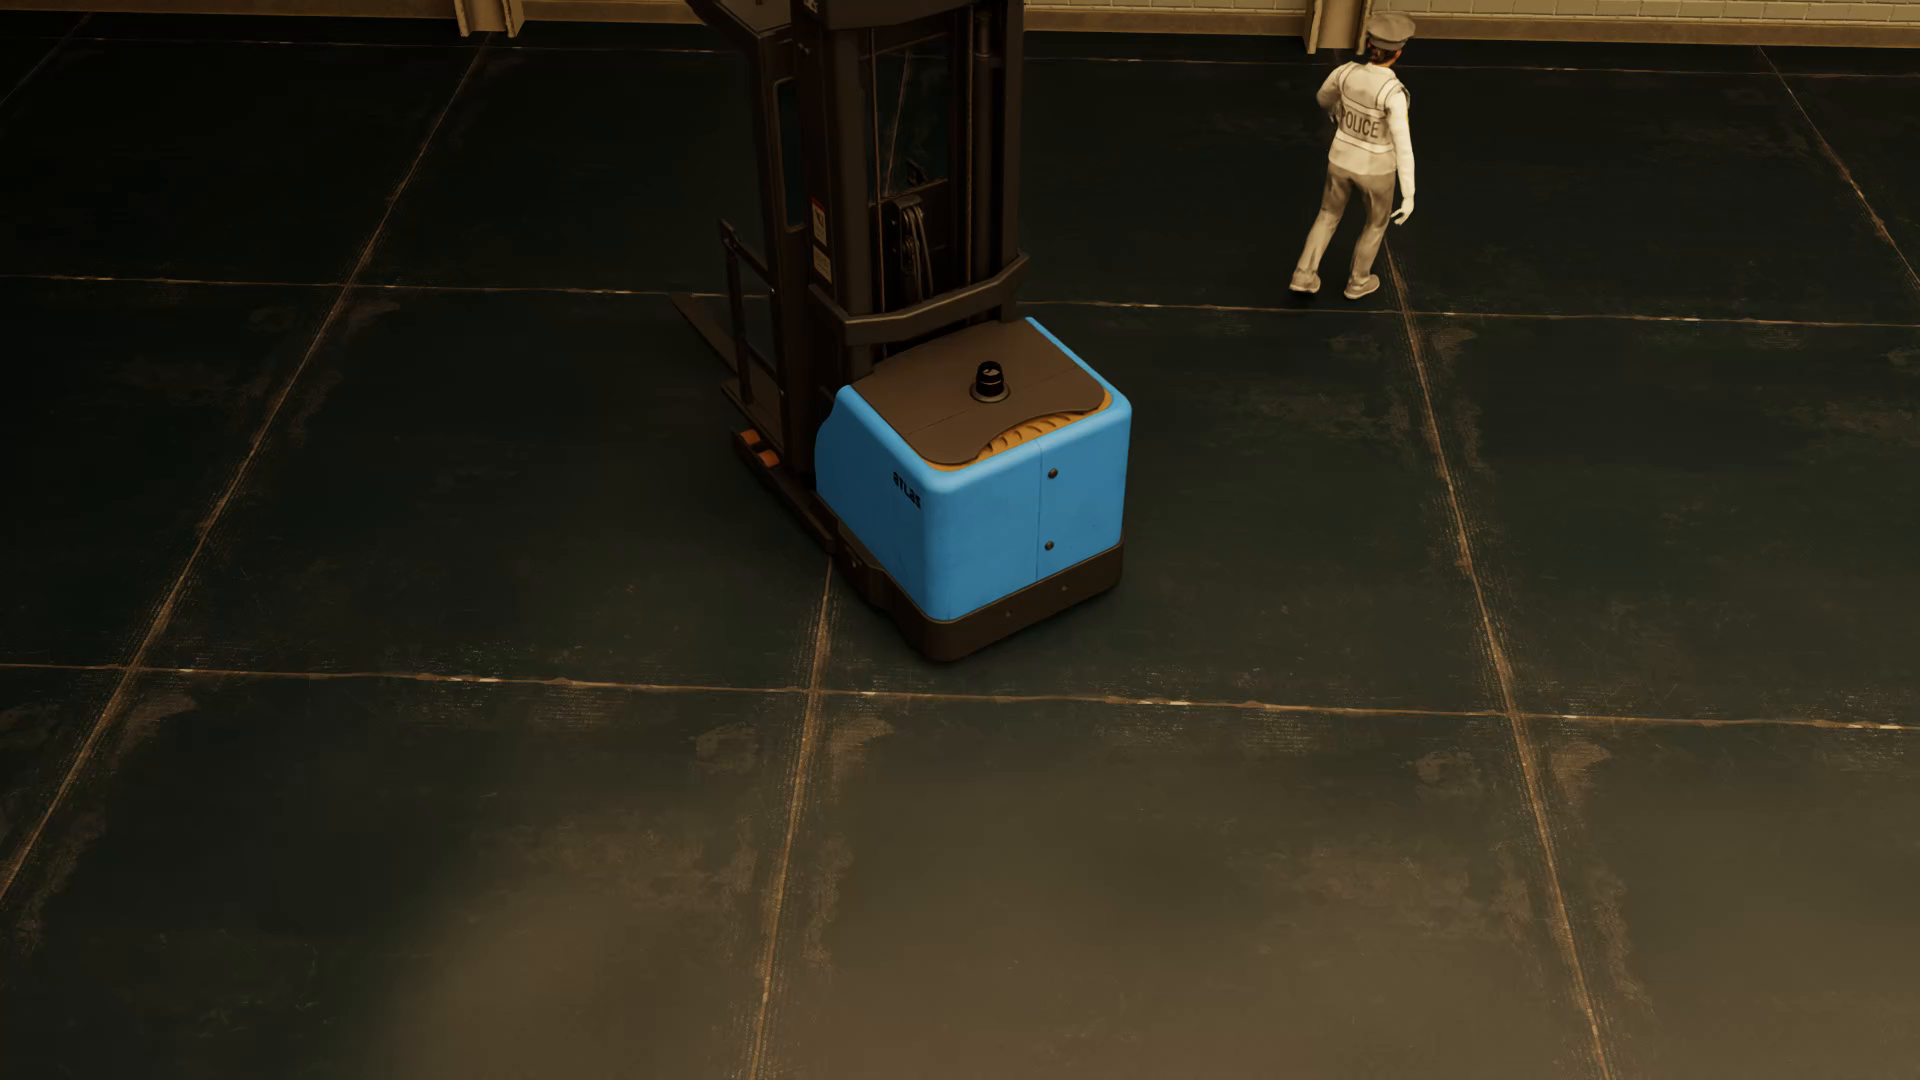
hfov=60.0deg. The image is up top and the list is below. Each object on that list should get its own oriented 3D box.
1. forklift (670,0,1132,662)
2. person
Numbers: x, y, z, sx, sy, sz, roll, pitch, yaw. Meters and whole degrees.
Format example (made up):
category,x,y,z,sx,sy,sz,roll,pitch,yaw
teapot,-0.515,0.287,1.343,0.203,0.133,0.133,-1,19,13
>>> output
category,x,y,z,sx,sy,sz,roll,pitch,yaw
forklift,-0.480,-1.521,7.408,1.130,2.935,3.031,-23,47,-24
person,2.155,-1.986,8.877,0.787,1.652,0.638,31,51,30
